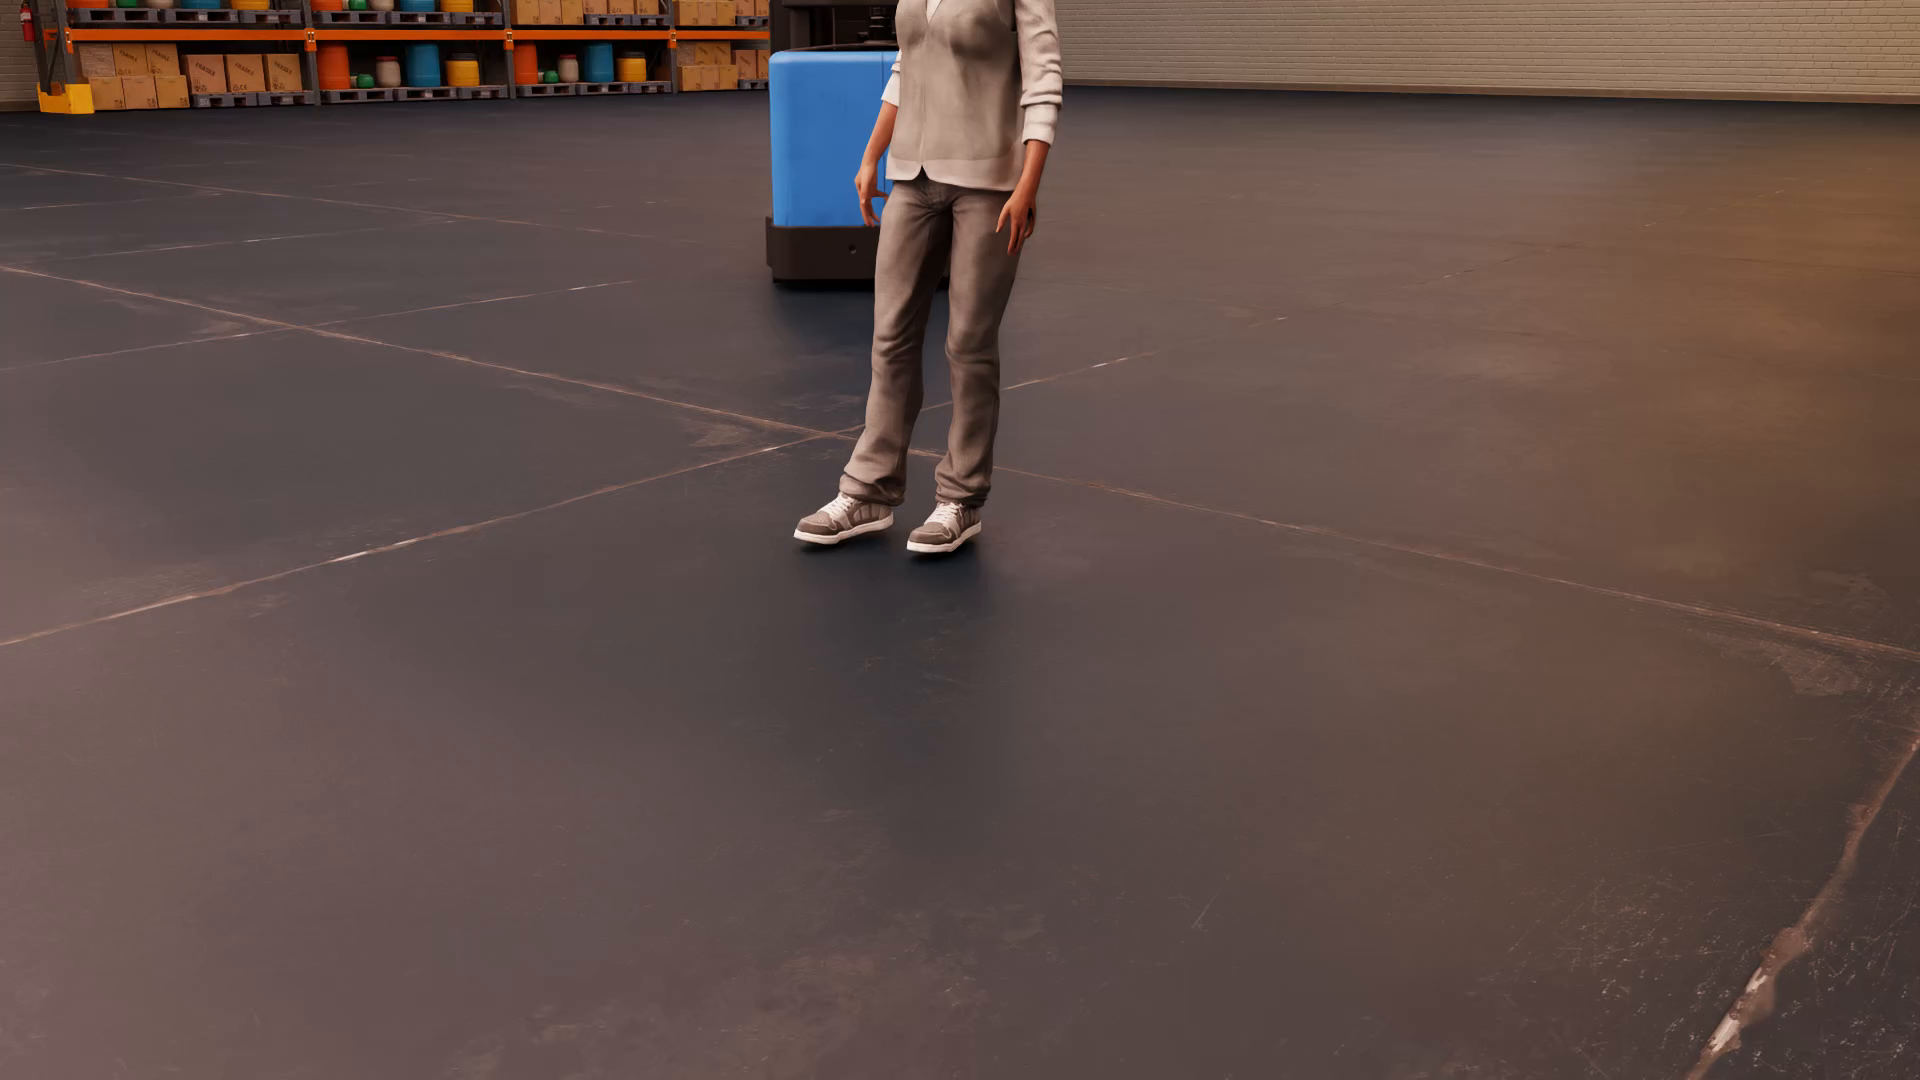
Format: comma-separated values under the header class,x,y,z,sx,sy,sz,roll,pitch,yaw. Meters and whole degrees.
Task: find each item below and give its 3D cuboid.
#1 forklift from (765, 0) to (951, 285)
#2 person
class,x,y,z,sx,sy,sz,roll,pitch,yaw
forklift,-0.451,-2.974,8.693,1.130,2.935,3.031,-1,17,-4
person,-0.059,-0.713,3.675,0.520,1.506,0.473,13,21,37
